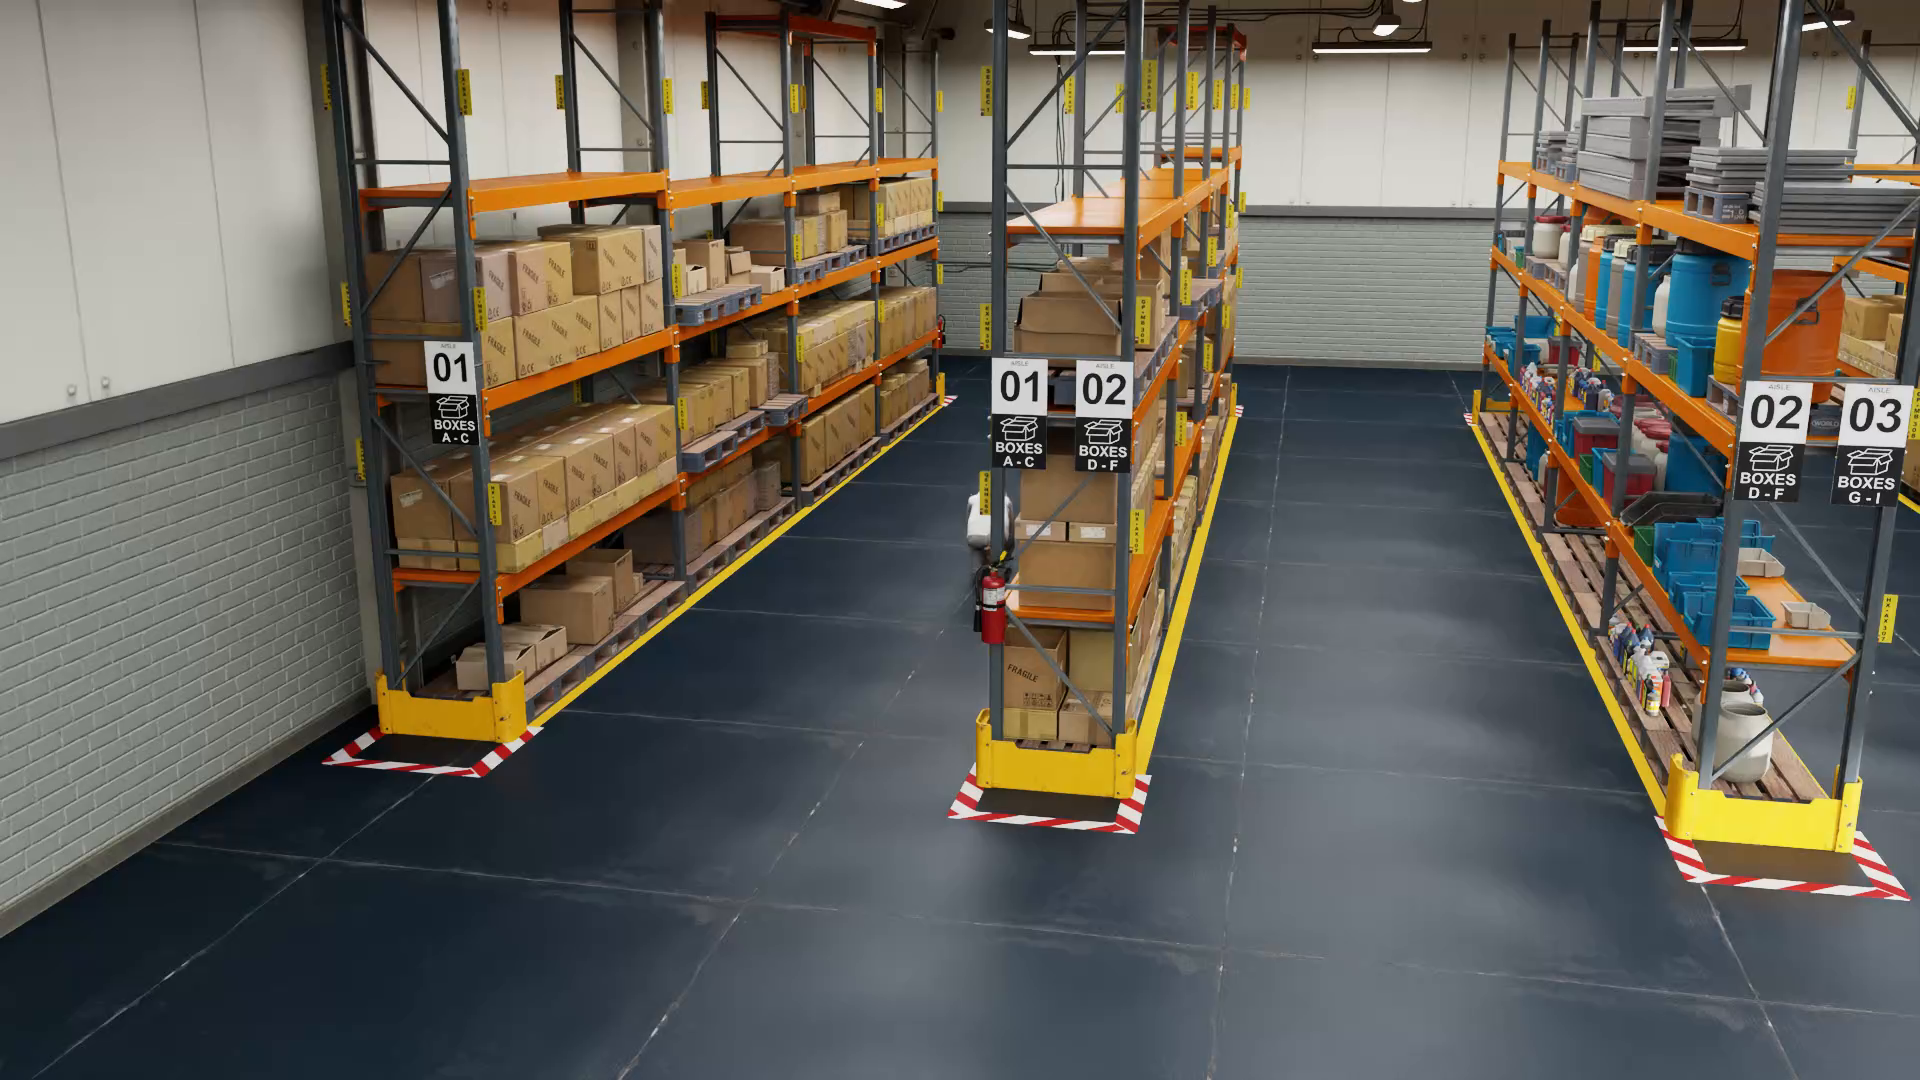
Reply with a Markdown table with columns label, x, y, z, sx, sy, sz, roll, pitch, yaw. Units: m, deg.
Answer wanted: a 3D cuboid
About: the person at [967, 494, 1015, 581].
| label | x | y | z | sx | sy | sz | roll | pitch | yaw |
| --- | --- | --- | --- | --- | --- | --- | --- | --- | --- |
| person | 0.313 | -0.090 | 17.854 | 0.547 | 1.000 | 0.900 | 3 | 15 | 11 |
